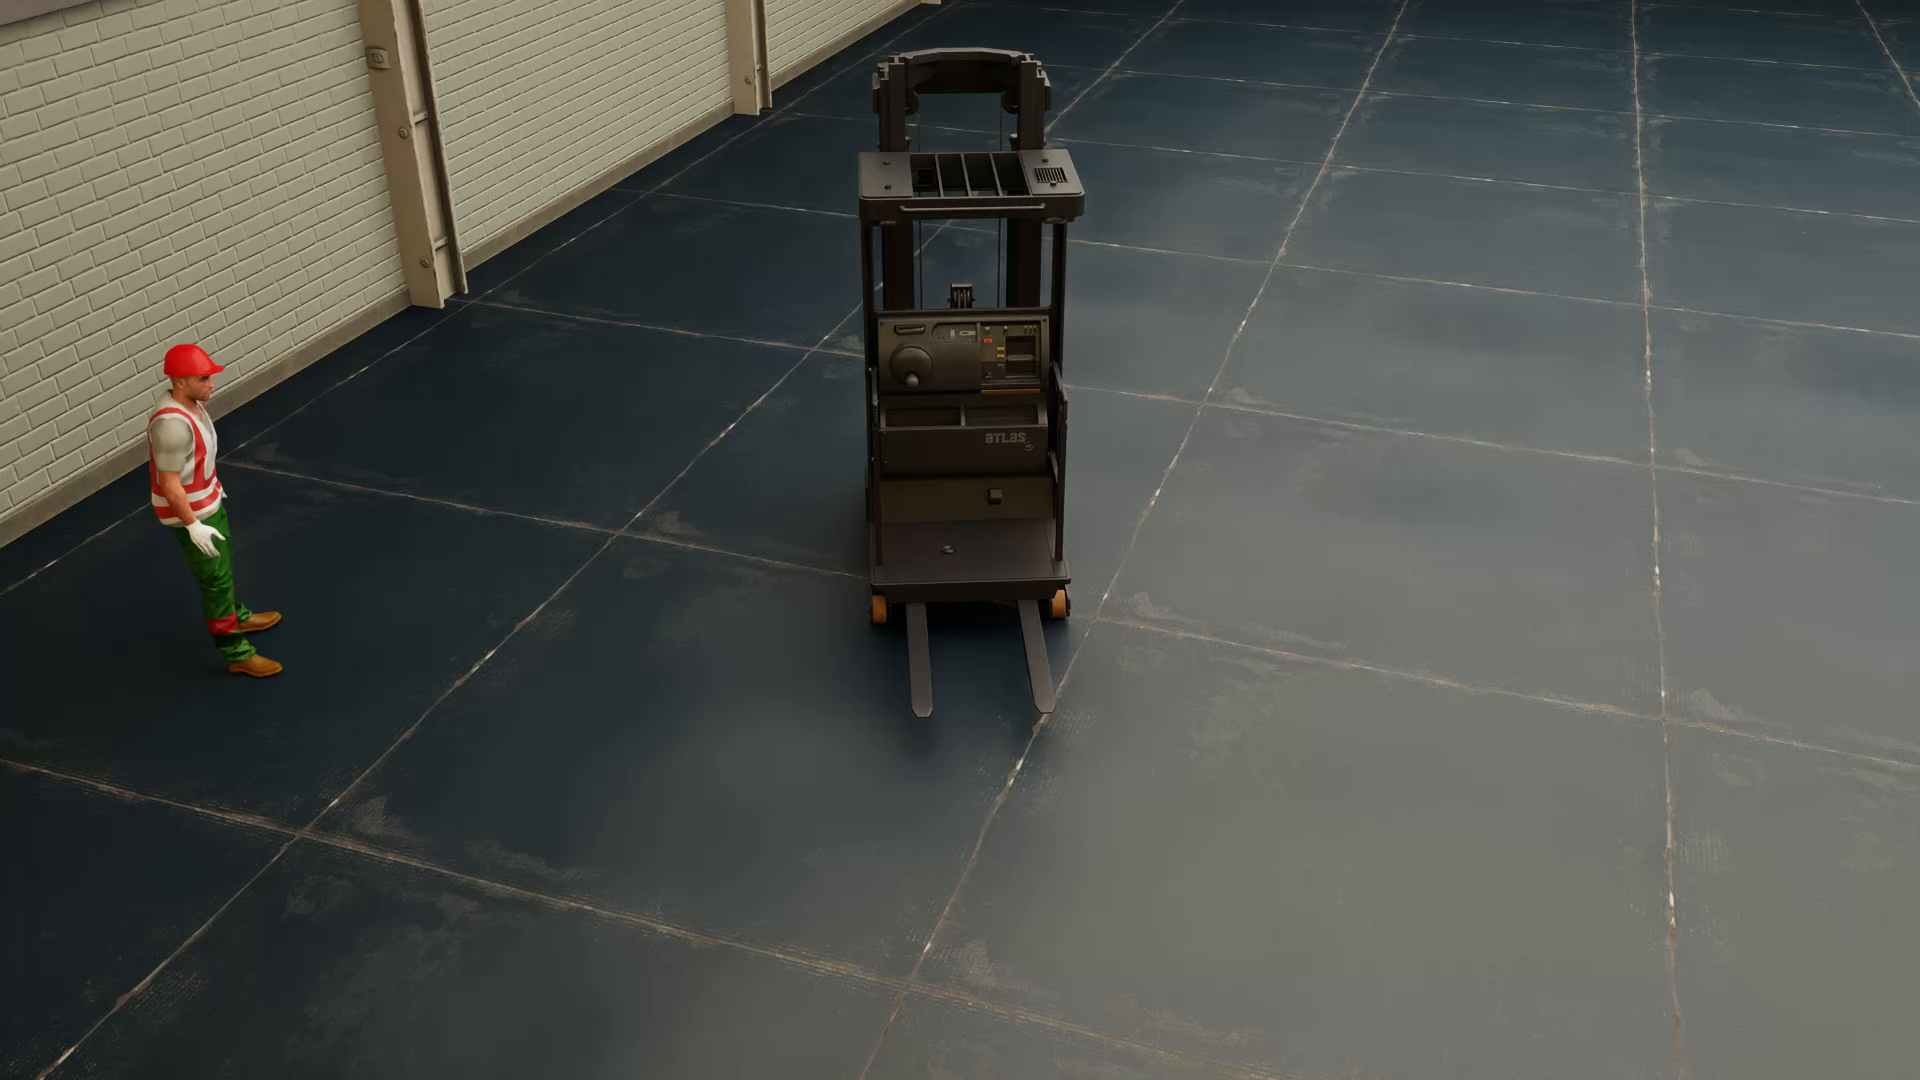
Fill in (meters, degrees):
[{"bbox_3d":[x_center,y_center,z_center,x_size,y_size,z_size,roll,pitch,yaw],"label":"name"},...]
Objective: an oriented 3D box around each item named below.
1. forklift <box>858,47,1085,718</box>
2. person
[{"bbox_3d":[0.035,-0.972,8.842,1.130,2.935,3.031,-2,30,-3],"label":"forklift"},{"bbox_3d":[-3.879,-0.157,8.576,0.466,1.782,0.662,-7,31,-13],"label":"person"}]
